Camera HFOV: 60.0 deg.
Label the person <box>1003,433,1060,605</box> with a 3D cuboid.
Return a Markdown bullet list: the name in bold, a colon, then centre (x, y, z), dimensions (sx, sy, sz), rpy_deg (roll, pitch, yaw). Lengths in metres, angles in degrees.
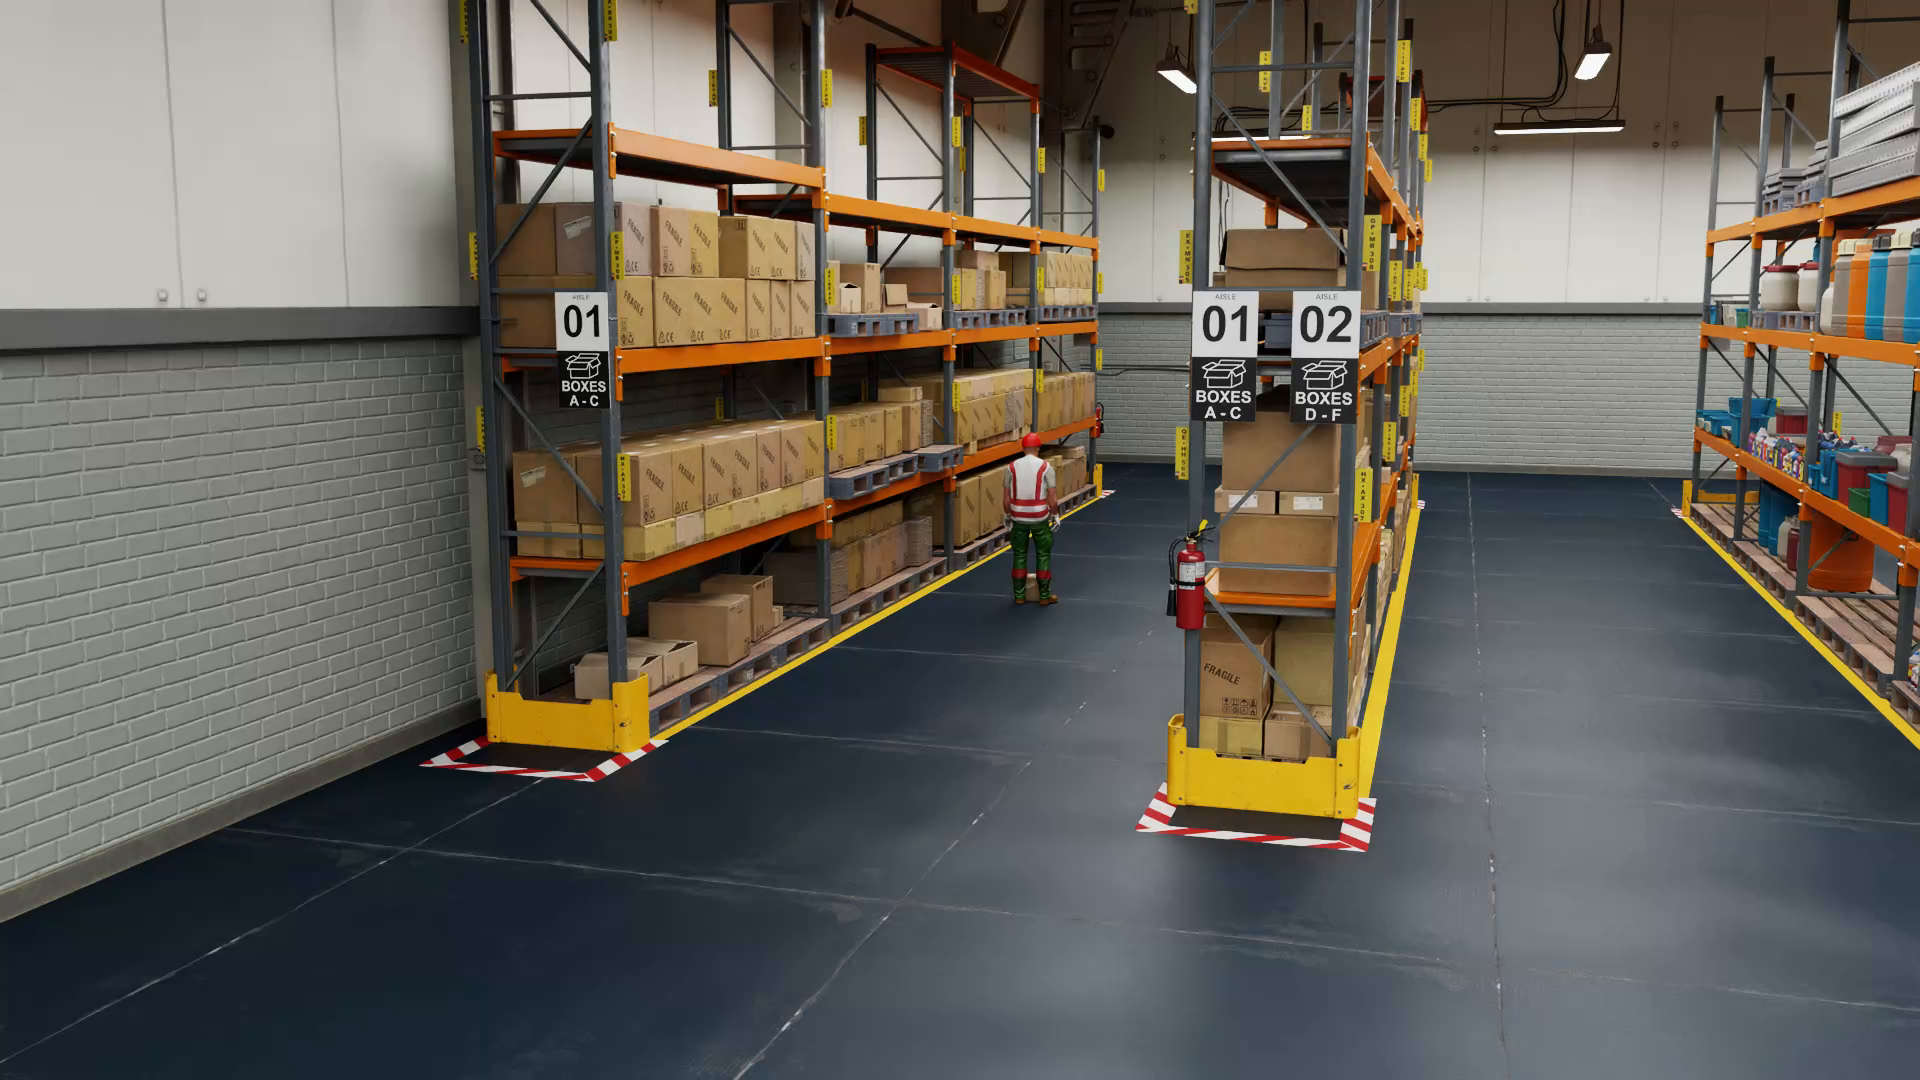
- **person**: centre (0.742, -0.223, 17.316), dimensions (0.609, 1.780, 0.448), rpy_deg (2, 9, 17)
